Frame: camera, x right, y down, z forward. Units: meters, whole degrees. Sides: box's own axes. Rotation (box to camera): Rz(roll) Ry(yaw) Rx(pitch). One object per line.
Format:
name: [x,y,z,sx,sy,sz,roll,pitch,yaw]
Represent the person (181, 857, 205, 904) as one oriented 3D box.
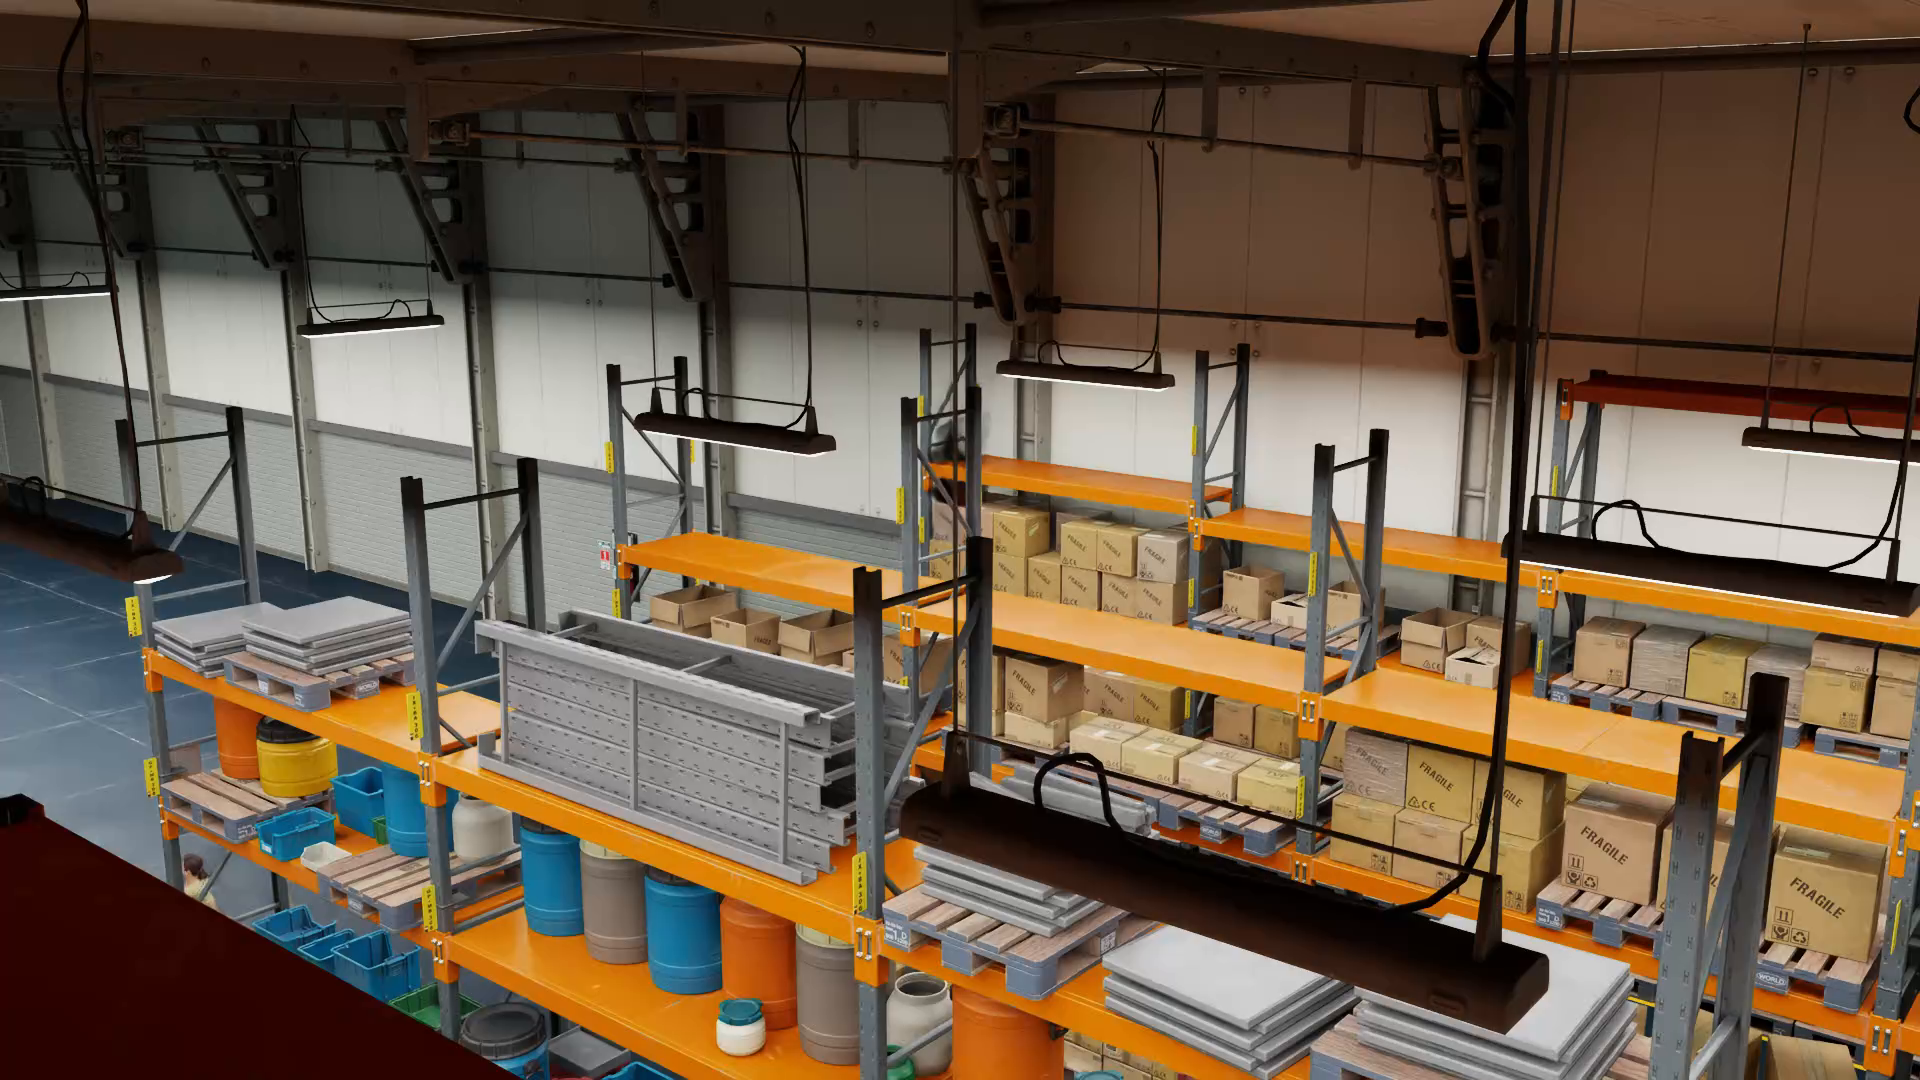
person: [-7.268,3.774,15.852,0.763,1.651,0.580,-4,13,-19]
